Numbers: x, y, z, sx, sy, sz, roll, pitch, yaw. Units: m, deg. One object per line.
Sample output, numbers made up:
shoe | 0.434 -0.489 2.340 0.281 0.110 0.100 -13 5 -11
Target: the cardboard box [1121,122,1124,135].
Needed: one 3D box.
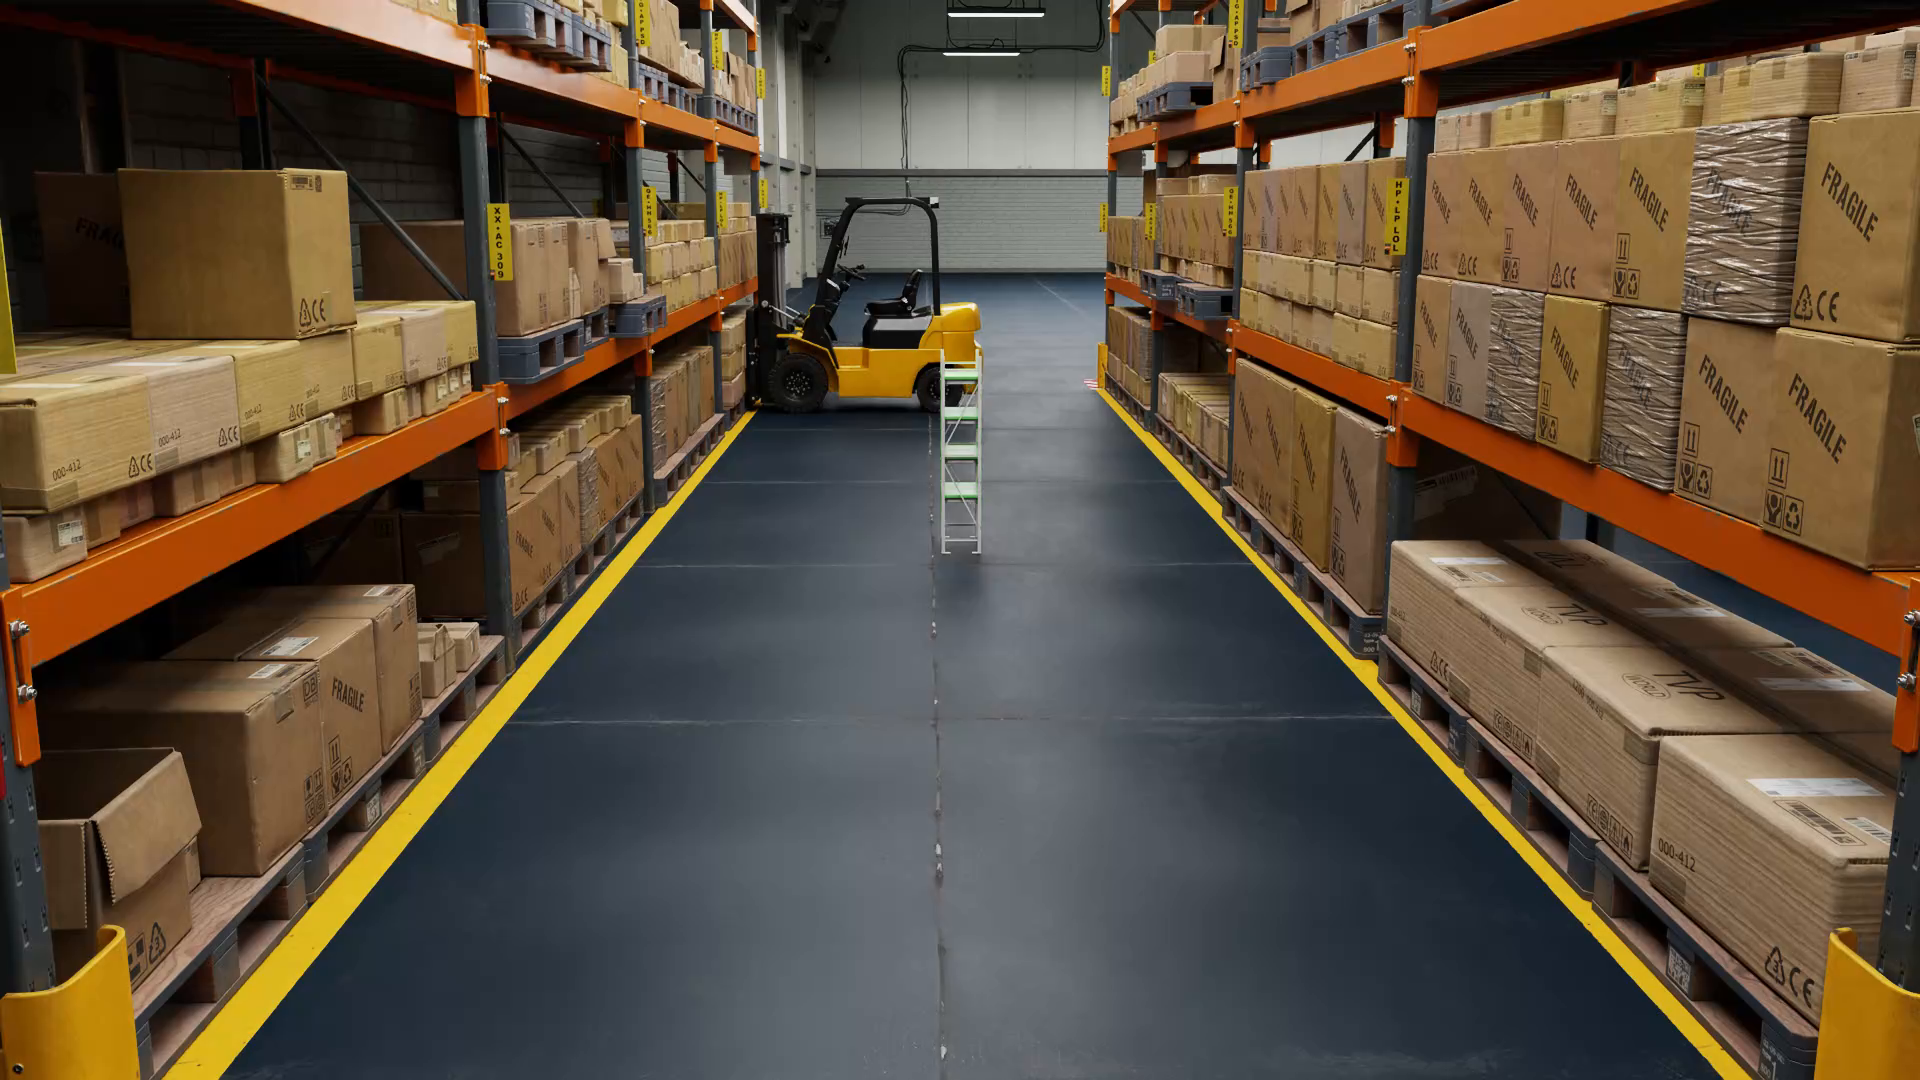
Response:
cardboard box | 1.937 -4.436 17.966 0.380 0.149 0.250 0 11 0

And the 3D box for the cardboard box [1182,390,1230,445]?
cardboard box | 2.319 -0.998 13.488 0.950 0.372 0.625 0 11 1

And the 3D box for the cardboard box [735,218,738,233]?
cardboard box | -2.447 -3.183 16.822 0.380 0.149 0.250 0 11 -2

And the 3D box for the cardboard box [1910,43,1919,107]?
cardboard box | 2.312 -1.008 3.584 0.380 0.149 0.250 0 11 0

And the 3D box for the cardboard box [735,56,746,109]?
cardboard box | -2.600 -4.722 17.189 0.700 0.500 0.500 0 11 -1

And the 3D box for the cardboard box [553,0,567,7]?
cardboard box | -2.158 -2.720 8.202 0.380 0.149 0.250 0 11 -2

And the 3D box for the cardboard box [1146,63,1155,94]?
cardboard box | 1.882 -3.950 14.262 0.500 0.250 0.500 -1 11 -3

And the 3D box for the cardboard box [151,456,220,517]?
cardboard box | -2.211 -0.155 4.412 0.380 0.149 0.250 0 11 1

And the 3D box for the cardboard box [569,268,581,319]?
cardboard box | -2.171 -1.272 8.566 0.396 0.266 0.258 0 11 2

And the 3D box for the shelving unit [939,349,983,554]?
shelving unit | 0.003 -0.555 10.278 0.258 1.200 0.503 0 11 -1

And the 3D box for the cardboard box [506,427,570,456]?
cardboard box | -2.392 -0.538 9.266 0.380 0.149 0.250 0 11 -1

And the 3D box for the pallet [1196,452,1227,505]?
pallet | 2.339 -0.459 12.291 1.003 0.211 1.213 0 11 -1

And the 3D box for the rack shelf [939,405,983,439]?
rack shelf | 0.003 -0.728 10.243 0.258 0.148 0.480 0 11 -1

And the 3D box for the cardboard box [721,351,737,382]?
cardboard box | -2.393 -1.645 15.726 0.500 0.250 0.500 0 11 -1

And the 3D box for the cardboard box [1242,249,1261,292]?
cardboard box | 2.117 -1.740 10.712 0.500 0.250 0.500 0 11 -2

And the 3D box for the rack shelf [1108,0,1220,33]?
rack shelf | 2.230 -5.449 16.603 1.077 0.370 4.000 0 11 -1

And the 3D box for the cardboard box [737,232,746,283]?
cardboard box | -2.468 -2.887 16.993 0.500 0.500 0.500 0 11 -1

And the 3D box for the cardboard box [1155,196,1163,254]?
cardboard box | 1.994 -2.772 14.621 0.500 0.500 0.500 0 11 0

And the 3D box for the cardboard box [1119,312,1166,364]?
cardboard box | 1.947 -2.117 17.421 0.500 0.500 0.500 0 11 0

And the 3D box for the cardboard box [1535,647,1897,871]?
cardboard box | 2.378 0.657 5.164 0.875 0.438 0.875 0 11 0

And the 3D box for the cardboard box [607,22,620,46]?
cardboard box | -2.361 -3.172 10.479 0.380 0.149 0.250 0 11 0

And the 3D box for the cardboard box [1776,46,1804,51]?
cardboard box | 7.551 -4.572 15.326 0.380 0.149 0.250 0 11 -1

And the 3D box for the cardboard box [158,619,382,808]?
cardboard box | -2.251 0.563 5.472 0.500 0.500 0.500 0 11 0

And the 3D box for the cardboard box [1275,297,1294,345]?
cardboard box | 2.146 -1.292 9.762 0.500 0.250 0.500 0 11 1

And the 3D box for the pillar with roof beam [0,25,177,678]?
pillar with roof beam | 0.891 -3.670 6.015 9.100 9.000 0.400 0 11 -1

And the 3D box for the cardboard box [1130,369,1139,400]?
cardboard box | 1.969 -1.546 16.495 0.500 0.250 0.500 -1 11 -3

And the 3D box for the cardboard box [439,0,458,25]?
cardboard box | -2.223 -2.131 6.605 0.380 0.149 0.250 0 11 -2

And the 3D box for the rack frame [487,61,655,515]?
rack frame | -2.609 -1.649 11.144 1.000 3.000 0.127 0 11 -1

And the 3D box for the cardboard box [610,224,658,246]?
cardboard box | -2.328 -2.134 11.650 0.380 0.149 0.250 0 11 0

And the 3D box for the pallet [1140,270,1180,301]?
pallet | 2.142 -2.219 14.435 1.003 0.211 1.213 0 11 -1

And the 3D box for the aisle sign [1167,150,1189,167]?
aisle sign | 2.477 -4.548 18.895 0.394 0.787 0.004 0 11 -1

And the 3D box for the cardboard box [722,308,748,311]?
cardboard box | -2.436 -2.396 18.170 0.500 0.250 0.500 0 11 0

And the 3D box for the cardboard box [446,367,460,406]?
cardboard box | -2.240 -0.617 6.688 0.380 0.149 0.250 0 11 0

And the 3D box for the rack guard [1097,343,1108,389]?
rack guard | 2.190 -2.021 19.261 1.175 0.500 0.348 0 11 -1

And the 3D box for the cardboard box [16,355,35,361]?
cardboard box | -2.728 -0.324 4.242 0.500 0.250 0.500 0 11 -1

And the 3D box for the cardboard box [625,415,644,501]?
cardboard box | -2.385 -0.547 10.941 0.500 0.500 0.500 0 11 0

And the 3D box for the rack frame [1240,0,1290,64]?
rack frame | 2.354 -4.610 10.652 1.000 3.000 0.127 0 11 -1

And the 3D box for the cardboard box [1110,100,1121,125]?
cardboard box | 1.933 -4.702 18.276 0.500 0.250 0.500 0 11 -2

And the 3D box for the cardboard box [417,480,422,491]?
cardboard box | -2.846 -0.325 8.218 0.380 0.149 0.250 0 11 -1

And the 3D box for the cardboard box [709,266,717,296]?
cardboard box | -2.419 -2.272 14.590 0.500 0.250 0.500 0 11 0

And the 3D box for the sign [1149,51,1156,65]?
sign | 1.729 -4.185 14.800 0.100 0.325 0.005 0 11 -1

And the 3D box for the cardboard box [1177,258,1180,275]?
cardboard box | 2.009 -2.280 13.829 0.380 0.149 0.250 0 11 0

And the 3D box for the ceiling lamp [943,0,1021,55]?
ceiling lamp | 0.548 -14.113 42.810 2.000 3.185 0.800 0 11 -1

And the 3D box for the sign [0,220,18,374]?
sign | -1.901 -0.486 3.231 0.100 0.325 0.005 0 11 -1

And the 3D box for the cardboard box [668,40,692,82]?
cardboard box | -2.417 -3.830 13.266 0.500 0.311 0.500 -1 11 -3

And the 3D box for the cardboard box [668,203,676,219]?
cardboard box | -2.515 -3.073 15.532 0.380 0.149 0.250 0 11 0

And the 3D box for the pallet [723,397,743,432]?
pallet | -2.666 -1.236 16.121 1.003 0.211 1.213 0 11 -1

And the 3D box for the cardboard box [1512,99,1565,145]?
cardboard box | 2.173 -1.464 5.835 0.380 0.149 0.250 -1 11 -3

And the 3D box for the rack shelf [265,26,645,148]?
rack shelf | -2.567 -2.369 8.958 1.077 0.370 4.000 0 11 -1

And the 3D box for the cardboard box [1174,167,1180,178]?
cardboard box | 2.507 -3.440 16.458 0.700 0.500 0.500 0 11 -2

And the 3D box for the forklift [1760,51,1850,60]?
forklift | 5.025 -1.433 10.249 1.130 2.935 3.031 0 11 2

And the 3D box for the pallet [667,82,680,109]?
pallet | -2.738 -3.384 12.624 1.003 0.211 1.213 0 11 1

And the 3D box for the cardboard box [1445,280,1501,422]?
cardboard box | 2.191 -0.730 6.361 0.500 0.500 0.500 0 11 -1

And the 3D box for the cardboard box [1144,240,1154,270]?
cardboard box | 2.013 -2.748 15.559 0.500 0.500 0.500 -1 11 -3

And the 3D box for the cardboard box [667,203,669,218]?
cardboard box | -3.036 -3.223 16.270 0.380 0.149 0.250 0 11 -2
